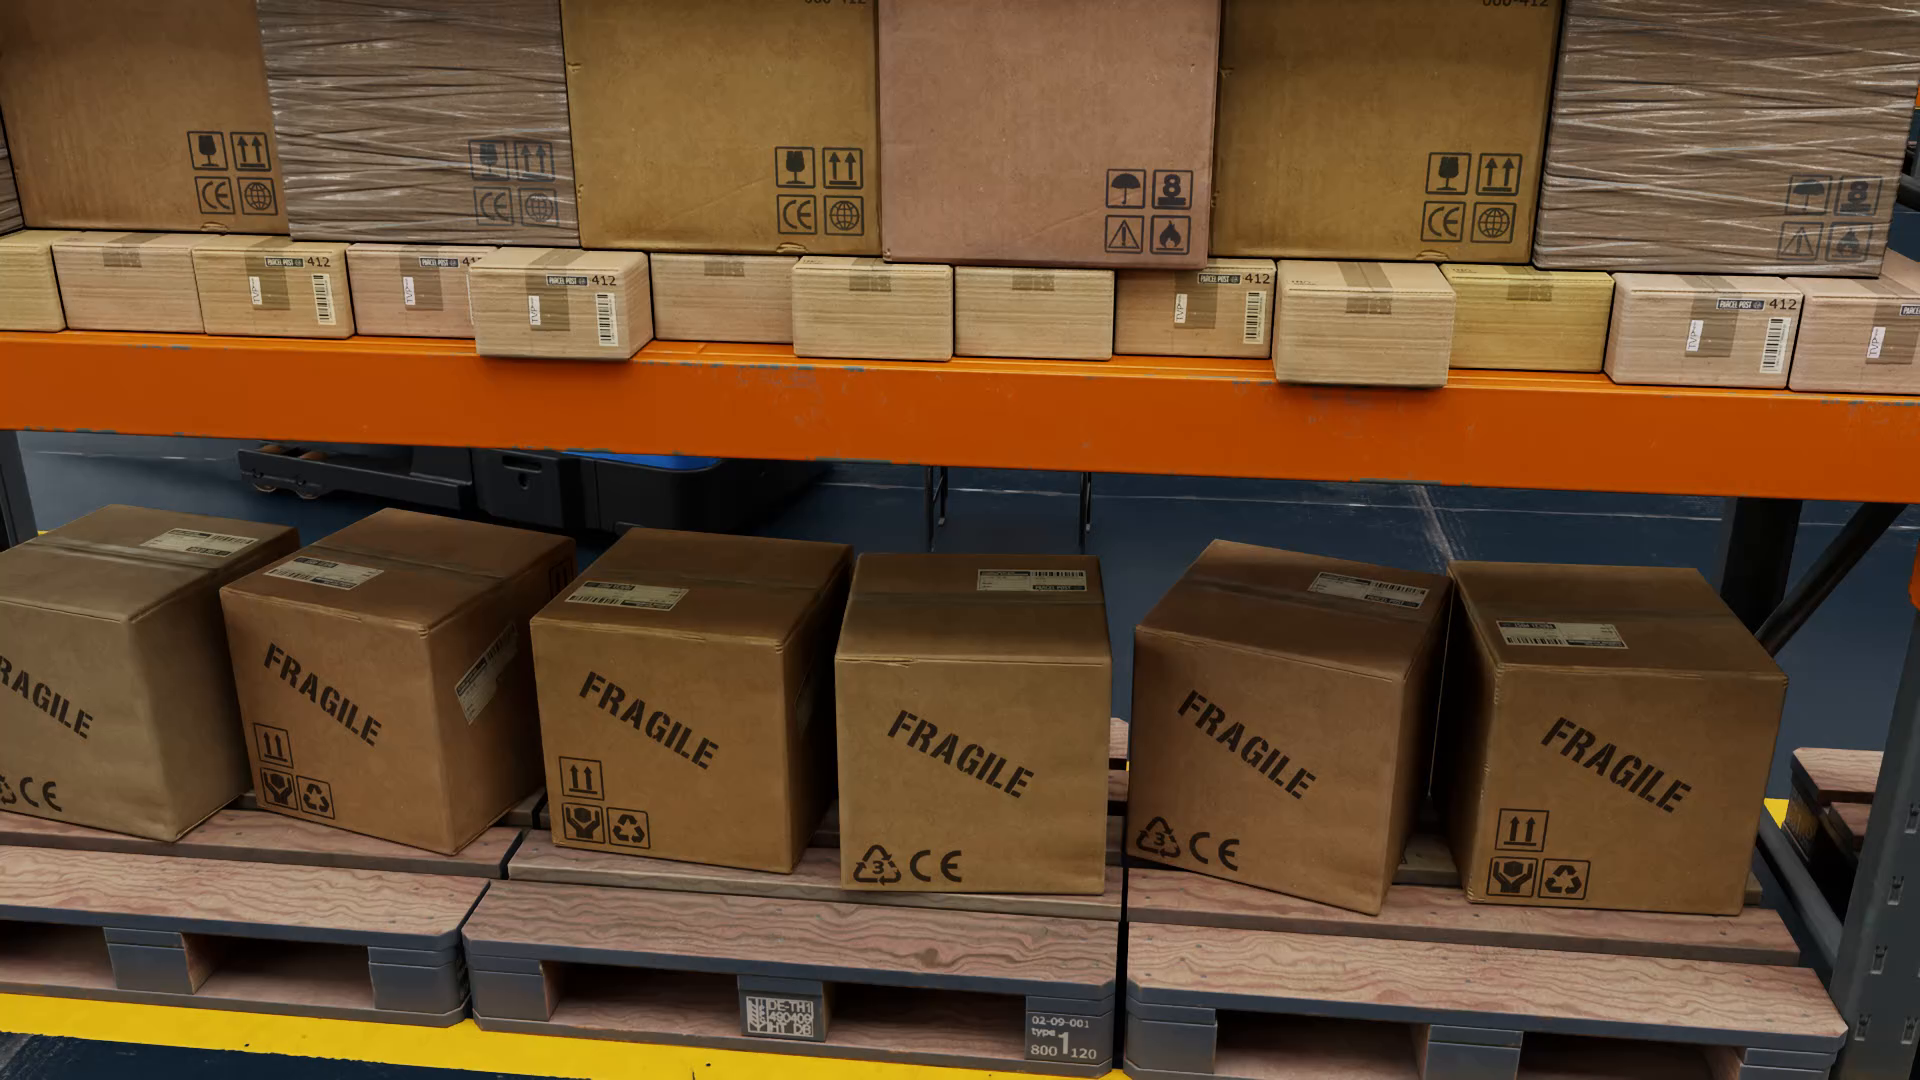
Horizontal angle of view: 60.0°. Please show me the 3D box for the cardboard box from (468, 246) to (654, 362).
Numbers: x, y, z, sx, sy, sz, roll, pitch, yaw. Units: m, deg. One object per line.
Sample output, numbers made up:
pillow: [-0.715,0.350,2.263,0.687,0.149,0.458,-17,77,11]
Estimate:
cardboard box: [-0.620,-0.421,2.766,0.250,0.149,0.380,2,22,6]

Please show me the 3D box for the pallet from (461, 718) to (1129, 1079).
pallet: [-0.267,0.664,3.472,1.213,0.211,1.003,2,22,6]

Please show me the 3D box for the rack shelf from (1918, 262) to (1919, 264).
rack shelf: [3.605,-0.143,2.701,4.000,0.370,1.077,2,22,6]

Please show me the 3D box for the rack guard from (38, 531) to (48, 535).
rack guard: [-2.278,0.428,3.676,0.348,0.500,1.175,2,22,6]

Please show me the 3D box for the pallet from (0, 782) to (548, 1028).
pallet: [-1.475,0.611,3.608,1.213,0.211,1.003,2,22,6]

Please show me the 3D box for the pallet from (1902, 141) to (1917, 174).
pallet: [7.497,-2.665,11.894,1.213,0.211,1.003,2,22,6]

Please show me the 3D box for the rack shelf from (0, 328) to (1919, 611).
rack shelf: [-0.367,-0.316,3.139,4.000,0.370,1.077,2,22,6]

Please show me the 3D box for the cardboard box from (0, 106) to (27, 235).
cardboard box: [-1.810,-0.888,3.067,0.500,0.500,0.875,2,22,6]

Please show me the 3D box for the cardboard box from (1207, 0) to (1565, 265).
cardboard box: [0.687,-0.826,2.908,0.500,0.500,0.875,2,22,6]

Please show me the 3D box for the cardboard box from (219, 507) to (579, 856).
cardboard box: [-1.138,0.276,3.490,0.500,0.500,0.500,8,23,20]

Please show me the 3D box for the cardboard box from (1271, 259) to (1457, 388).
cardboard box: [0.621,-0.367,2.629,0.250,0.149,0.380,2,22,6]

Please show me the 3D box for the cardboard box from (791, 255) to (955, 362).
cardboard box: [-0.117,-0.420,2.763,0.250,0.149,0.380,2,22,6]

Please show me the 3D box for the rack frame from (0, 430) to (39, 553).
rack frame: [-2.353,-0.737,3.225,0.127,3.000,1.000,2,22,6]

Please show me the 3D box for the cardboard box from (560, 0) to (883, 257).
cardboard box: [-0.313,-0.847,2.962,0.500,0.500,0.875,2,22,6]

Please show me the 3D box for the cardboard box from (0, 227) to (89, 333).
cardboard box: [-1.606,-0.487,2.934,0.250,0.149,0.380,2,22,6]

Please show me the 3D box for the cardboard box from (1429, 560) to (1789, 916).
cardboard box: [1.226,0.371,3.250,0.500,0.500,0.500,2,22,5]

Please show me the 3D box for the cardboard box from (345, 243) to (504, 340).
cardboard box: [-0.856,-0.470,2.889,0.250,0.149,0.380,2,22,6]

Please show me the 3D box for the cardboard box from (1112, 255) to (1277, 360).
cardboard box: [0.388,-0.426,2.778,0.250,0.149,0.380,2,22,6]

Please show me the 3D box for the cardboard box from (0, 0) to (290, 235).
cardboard box: [-1.300,-0.911,3.123,0.500,0.500,0.875,2,22,6]

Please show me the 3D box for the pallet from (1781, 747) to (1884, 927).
pallet: [2.392,0.766,3.216,1.213,0.211,1.003,2,22,6]

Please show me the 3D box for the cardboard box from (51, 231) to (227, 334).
cardboard box: [-1.355,-0.484,2.926,0.250,0.149,0.380,2,22,6]

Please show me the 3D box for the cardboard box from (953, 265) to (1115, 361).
cardboard box: [0.135,-0.422,2.768,0.250,0.149,0.380,2,22,6]

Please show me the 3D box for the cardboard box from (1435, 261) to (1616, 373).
cardboard box: [0.882,-0.397,2.705,0.250,0.149,0.380,2,22,6]

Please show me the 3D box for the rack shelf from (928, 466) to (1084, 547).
rack shelf: [0.164,-0.306,5.298,0.480,0.518,0.431,2,22,6]

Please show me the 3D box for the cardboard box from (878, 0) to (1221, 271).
cardboard box: [0.178,-0.811,2.870,0.500,0.500,0.875,2,22,6]

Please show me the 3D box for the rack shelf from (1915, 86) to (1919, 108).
rack shelf: [4.188,-1.952,7.275,4.000,0.370,1.077,2,22,6]

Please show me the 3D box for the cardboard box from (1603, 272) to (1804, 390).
cardboard box: [1.124,-0.364,2.622,0.250,0.149,0.380,2,22,6]

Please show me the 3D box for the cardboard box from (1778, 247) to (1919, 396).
cardboard box: [1.371,-0.349,2.586,0.250,0.149,0.380,2,22,6]

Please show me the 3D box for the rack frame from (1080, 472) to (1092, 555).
rack frame: [0.407,-0.959,5.009,0.015,2.100,0.400,2,22,6]

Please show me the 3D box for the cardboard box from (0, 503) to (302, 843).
cardboard box: [-1.735,0.263,3.524,0.500,0.500,0.500,7,23,16]

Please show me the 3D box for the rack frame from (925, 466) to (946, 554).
rack frame: [-0.078,-0.980,5.062,0.015,2.100,0.400,2,22,6]

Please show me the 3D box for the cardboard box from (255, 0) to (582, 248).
cardboard box: [-0.808,-0.873,3.028,0.500,0.500,0.875,2,22,6]

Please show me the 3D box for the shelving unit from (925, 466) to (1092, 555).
shelving unit: [0.164,-0.969,5.036,0.503,2.100,0.431,2,22,6]

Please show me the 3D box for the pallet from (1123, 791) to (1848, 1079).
pallet: [0.948,0.716,3.341,1.213,0.211,1.003,2,22,6]

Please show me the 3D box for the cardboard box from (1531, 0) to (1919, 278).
cardboard box: [1.179,-0.791,2.821,0.500,0.500,0.875,2,22,6]

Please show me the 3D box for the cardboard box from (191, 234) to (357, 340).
cardboard box: [-1.108,-0.470,2.892,0.250,0.149,0.380,2,22,6]

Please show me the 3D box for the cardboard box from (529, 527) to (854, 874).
cardboard box: [-0.518,0.310,3.404,0.500,0.500,0.500,5,22,11]

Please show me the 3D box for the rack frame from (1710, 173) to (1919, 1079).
rack frame: [1.619,-0.564,2.787,0.127,3.000,1.000,2,22,6]

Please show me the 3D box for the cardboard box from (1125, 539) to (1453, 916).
cardboard box: [0.657,0.349,3.306,0.500,0.500,0.500,10,24,23]

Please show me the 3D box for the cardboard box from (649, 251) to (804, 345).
cardboard box: [-0.356,-0.459,2.861,0.250,0.149,0.380,2,22,6]

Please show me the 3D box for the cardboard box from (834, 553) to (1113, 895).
cardboard box: [0.031,0.351,3.302,0.500,0.500,0.500,1,22,1]

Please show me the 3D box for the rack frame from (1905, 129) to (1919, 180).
rack frame: [6.761,-4.008,11.498,0.127,3.000,1.000,2,22,6]

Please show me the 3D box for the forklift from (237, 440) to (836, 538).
forklift: [-1.979,-1.669,5.675,3.031,2.935,1.130,9,23,22]
